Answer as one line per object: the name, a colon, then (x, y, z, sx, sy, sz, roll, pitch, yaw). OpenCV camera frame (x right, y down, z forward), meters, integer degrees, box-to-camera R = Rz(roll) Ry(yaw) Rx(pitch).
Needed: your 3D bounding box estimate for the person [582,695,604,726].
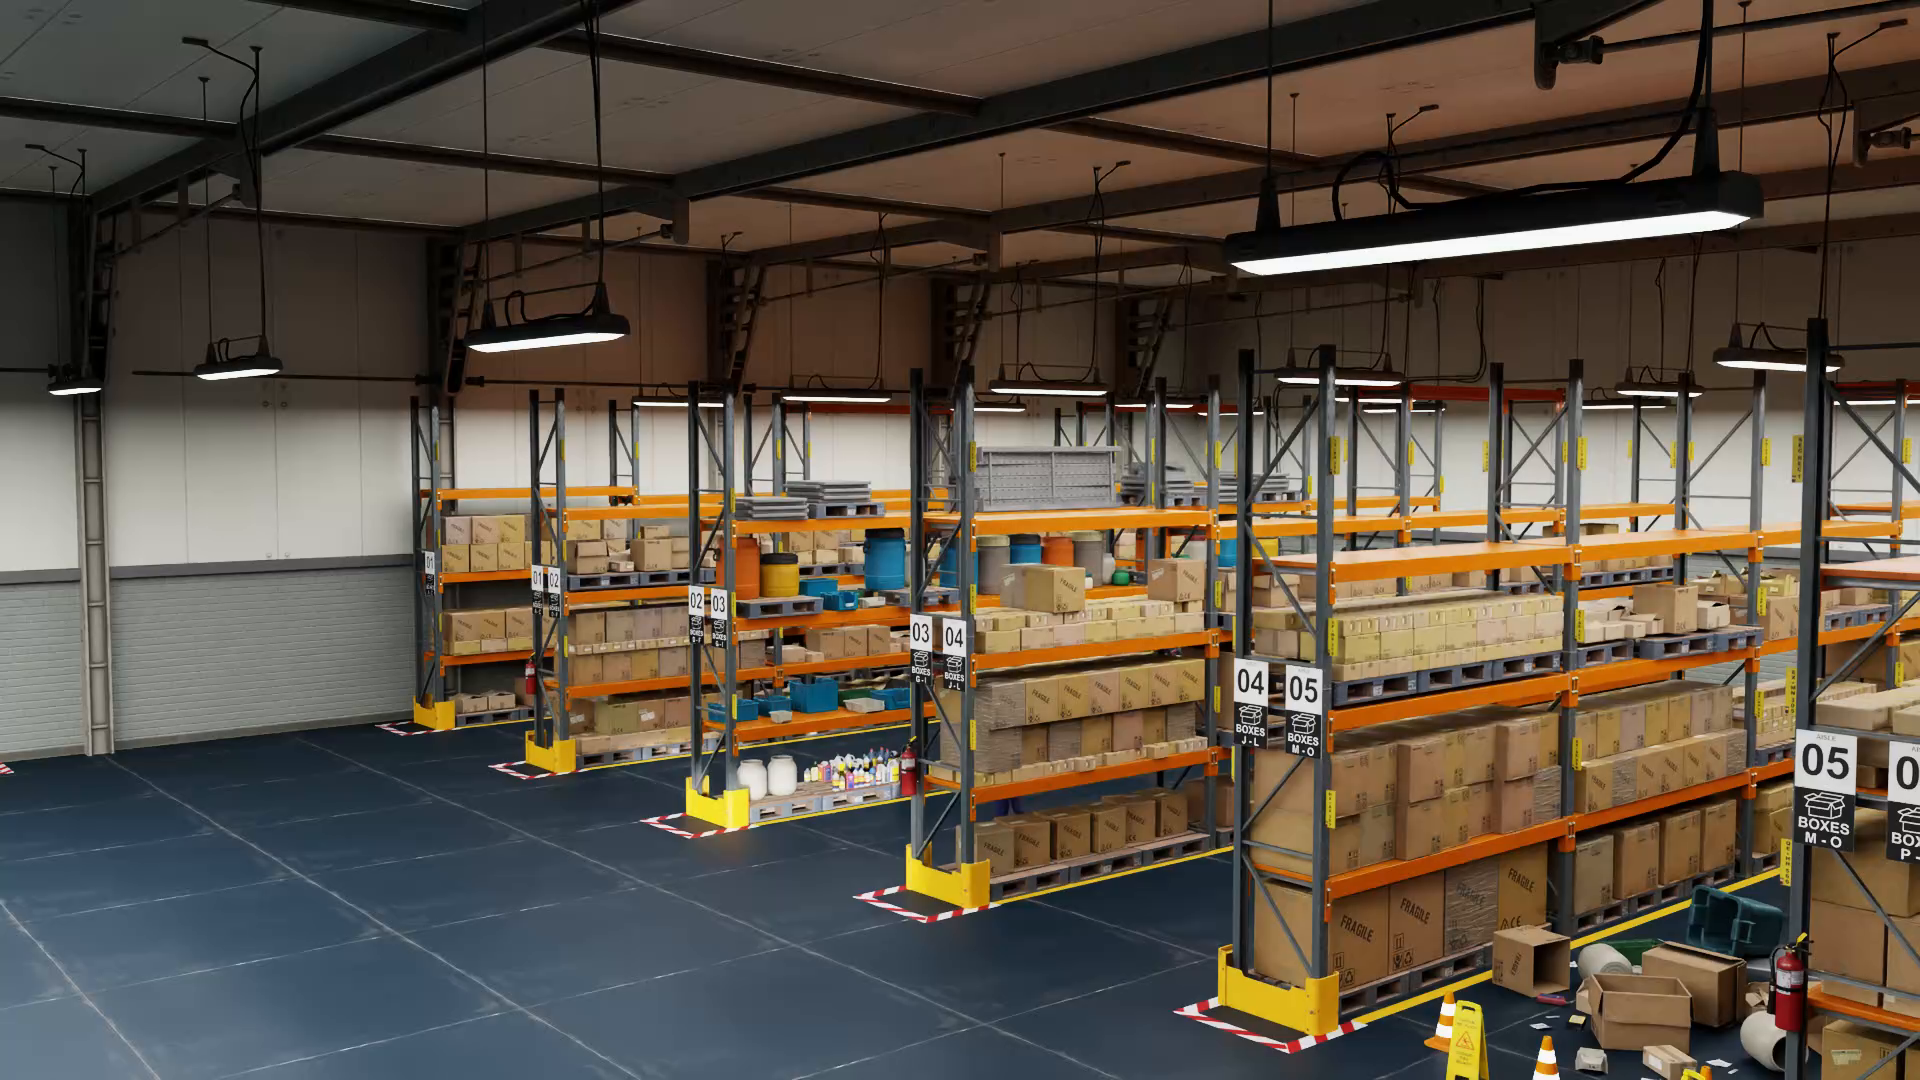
person: (-6.717, 2.563, 30.123, 0.505, 1.731, 0.396, -3, 4, -40)

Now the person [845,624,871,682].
person: (-1.981, 2.459, 32.294, 0.485, 1.689, 0.578, 1, 4, 16)

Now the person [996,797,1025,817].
person: (0.599, 3.031, 22.158, 0.391, 1.644, 0.533, 3, 4, 39)
